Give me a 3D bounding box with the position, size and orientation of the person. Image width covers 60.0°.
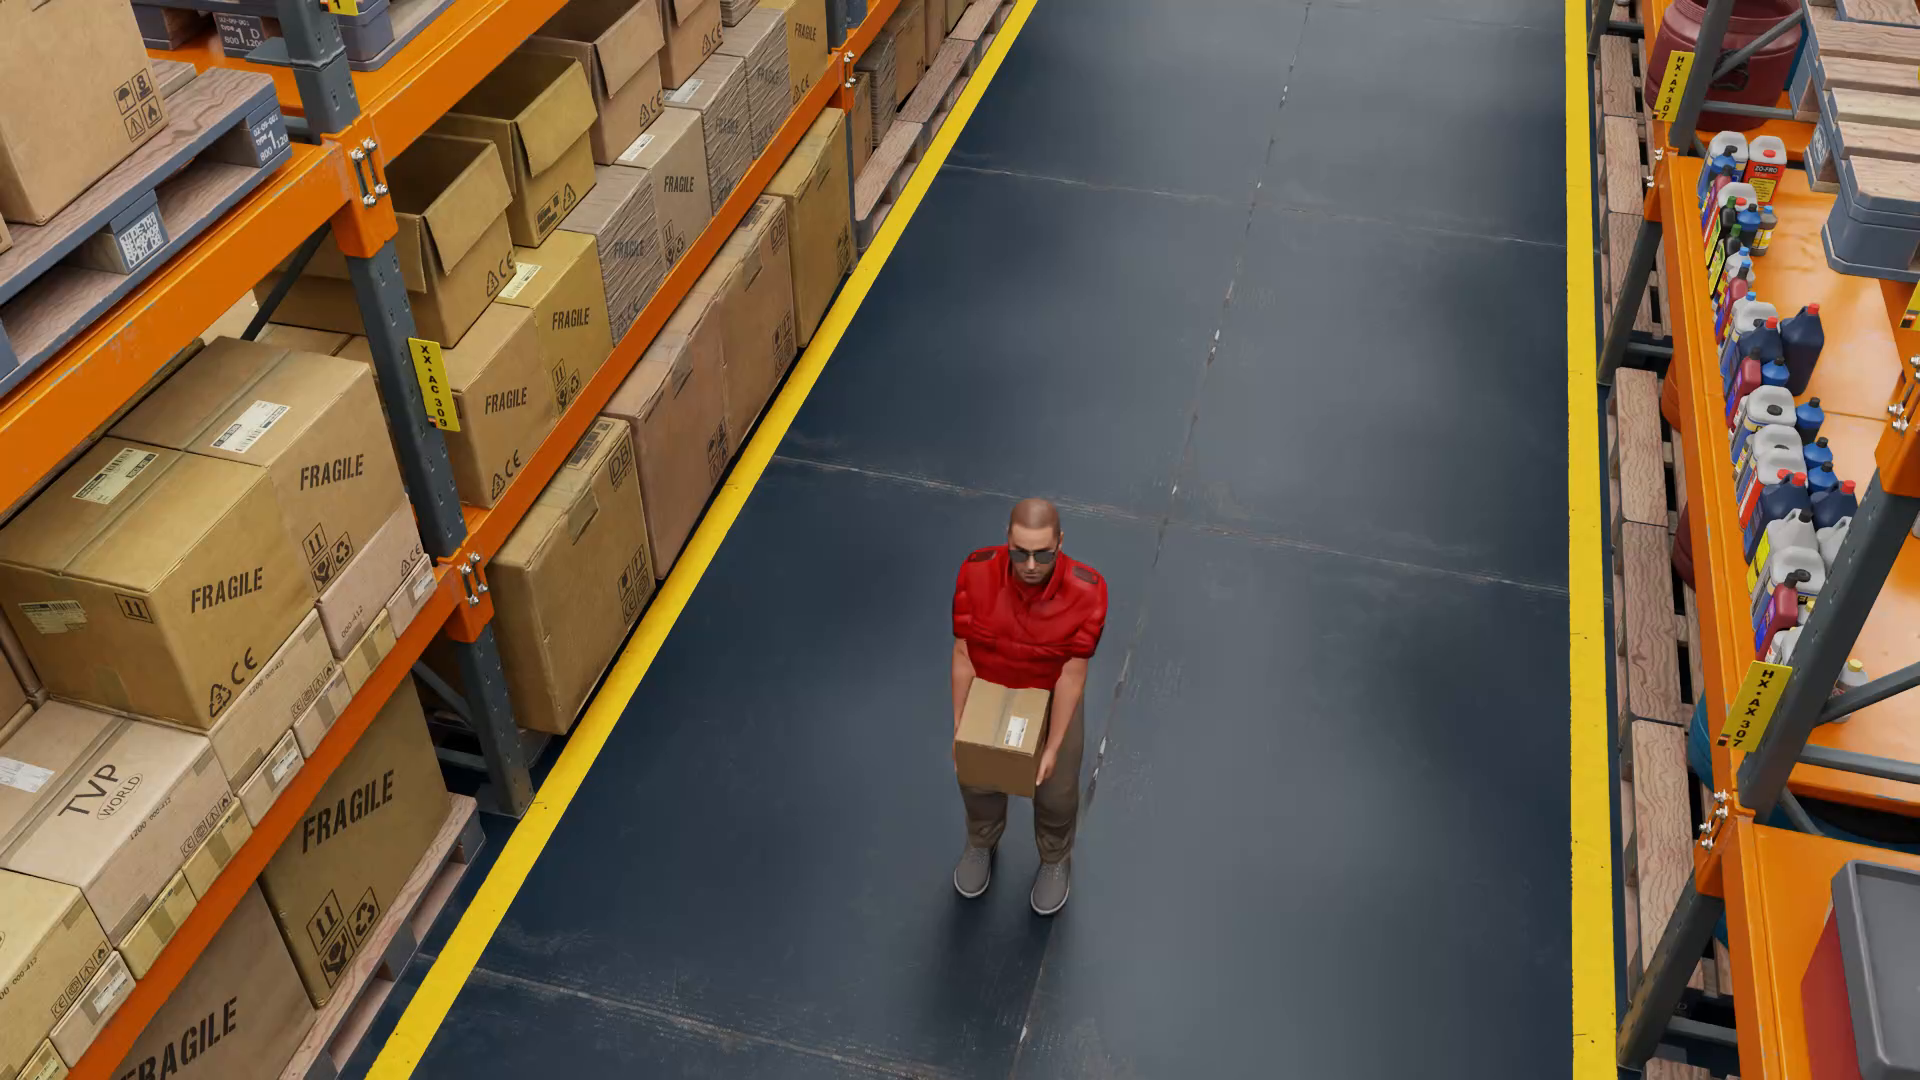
[{"bbox_3d":[0.185,0.633,5.510,0.459,1.639,0.548,9,42,11],"label":"person"}]
